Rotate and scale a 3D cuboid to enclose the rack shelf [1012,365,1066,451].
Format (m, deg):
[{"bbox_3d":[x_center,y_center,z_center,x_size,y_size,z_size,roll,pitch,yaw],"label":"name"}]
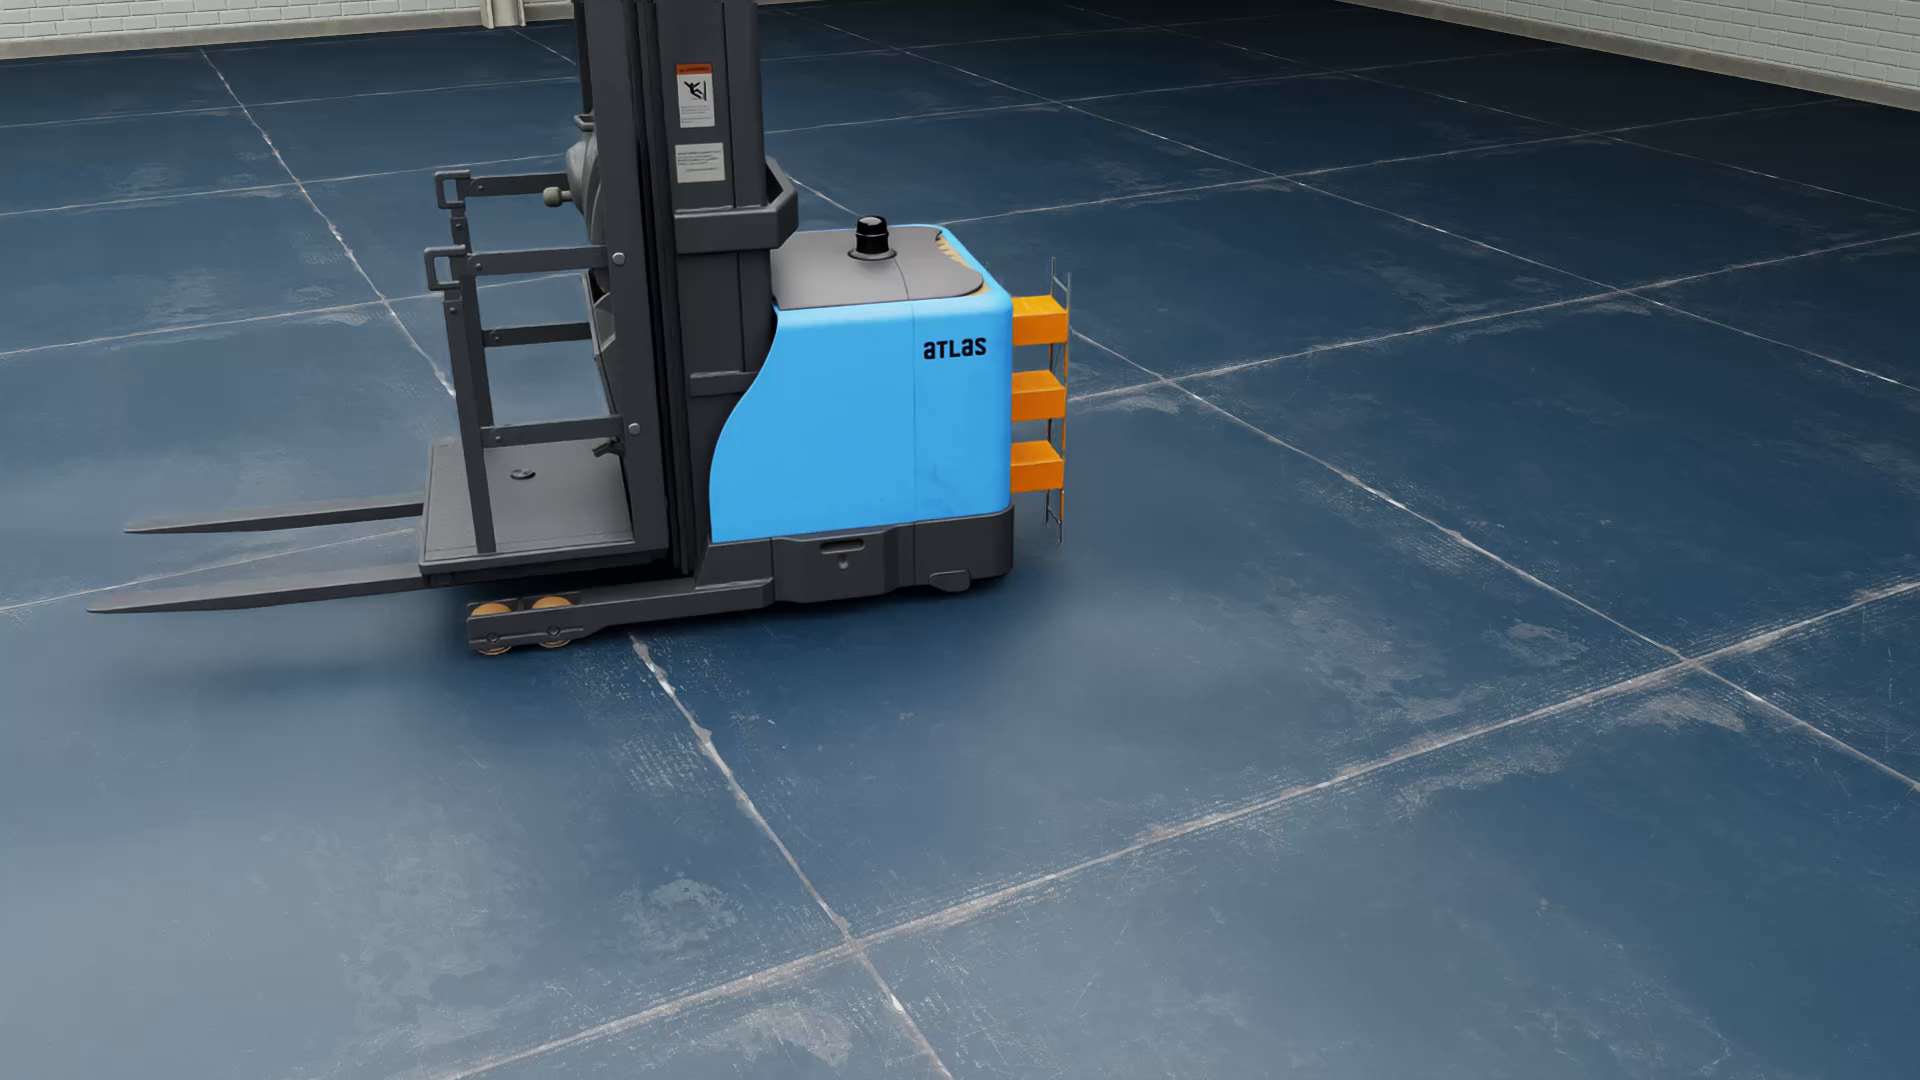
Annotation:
[{"bbox_3d":[0.238,-0.470,6.041,0.240,0.259,0.215,-6,26,-13],"label":"rack shelf"}]

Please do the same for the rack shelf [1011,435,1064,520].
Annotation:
[{"bbox_3d":[0.238,-0.220,6.162,0.240,0.259,0.215,-6,26,-13],"label":"rack shelf"}]

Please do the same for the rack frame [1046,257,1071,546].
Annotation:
[{"bbox_3d":[0.356,-0.493,6.064,0.008,1.050,0.200,-6,26,-13],"label":"rack frame"}]

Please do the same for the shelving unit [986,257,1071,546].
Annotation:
[{"bbox_3d":[0.238,-0.480,6.037,0.252,1.050,0.215,-6,26,-13],"label":"shelving unit"}]

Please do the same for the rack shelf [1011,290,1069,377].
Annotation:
[{"bbox_3d":[0.238,-0.726,5.919,0.240,0.259,0.215,-6,26,-13],"label":"rack shelf"}]

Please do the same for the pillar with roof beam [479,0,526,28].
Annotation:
[{"bbox_3d":[-2.802,-7.865,12.235,0.400,9.000,9.100,-13,29,-25],"label":"pillar with roof beam"}]

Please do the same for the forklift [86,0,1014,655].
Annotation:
[{"bbox_3d":[-1.385,-1.197,5.356,3.031,2.935,1.130,-6,26,-13],"label":"forklift"}]

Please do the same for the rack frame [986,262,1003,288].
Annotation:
[{"bbox_3d":[0.120,-0.467,6.010,0.008,1.050,0.200,-6,26,-13],"label":"rack frame"}]
